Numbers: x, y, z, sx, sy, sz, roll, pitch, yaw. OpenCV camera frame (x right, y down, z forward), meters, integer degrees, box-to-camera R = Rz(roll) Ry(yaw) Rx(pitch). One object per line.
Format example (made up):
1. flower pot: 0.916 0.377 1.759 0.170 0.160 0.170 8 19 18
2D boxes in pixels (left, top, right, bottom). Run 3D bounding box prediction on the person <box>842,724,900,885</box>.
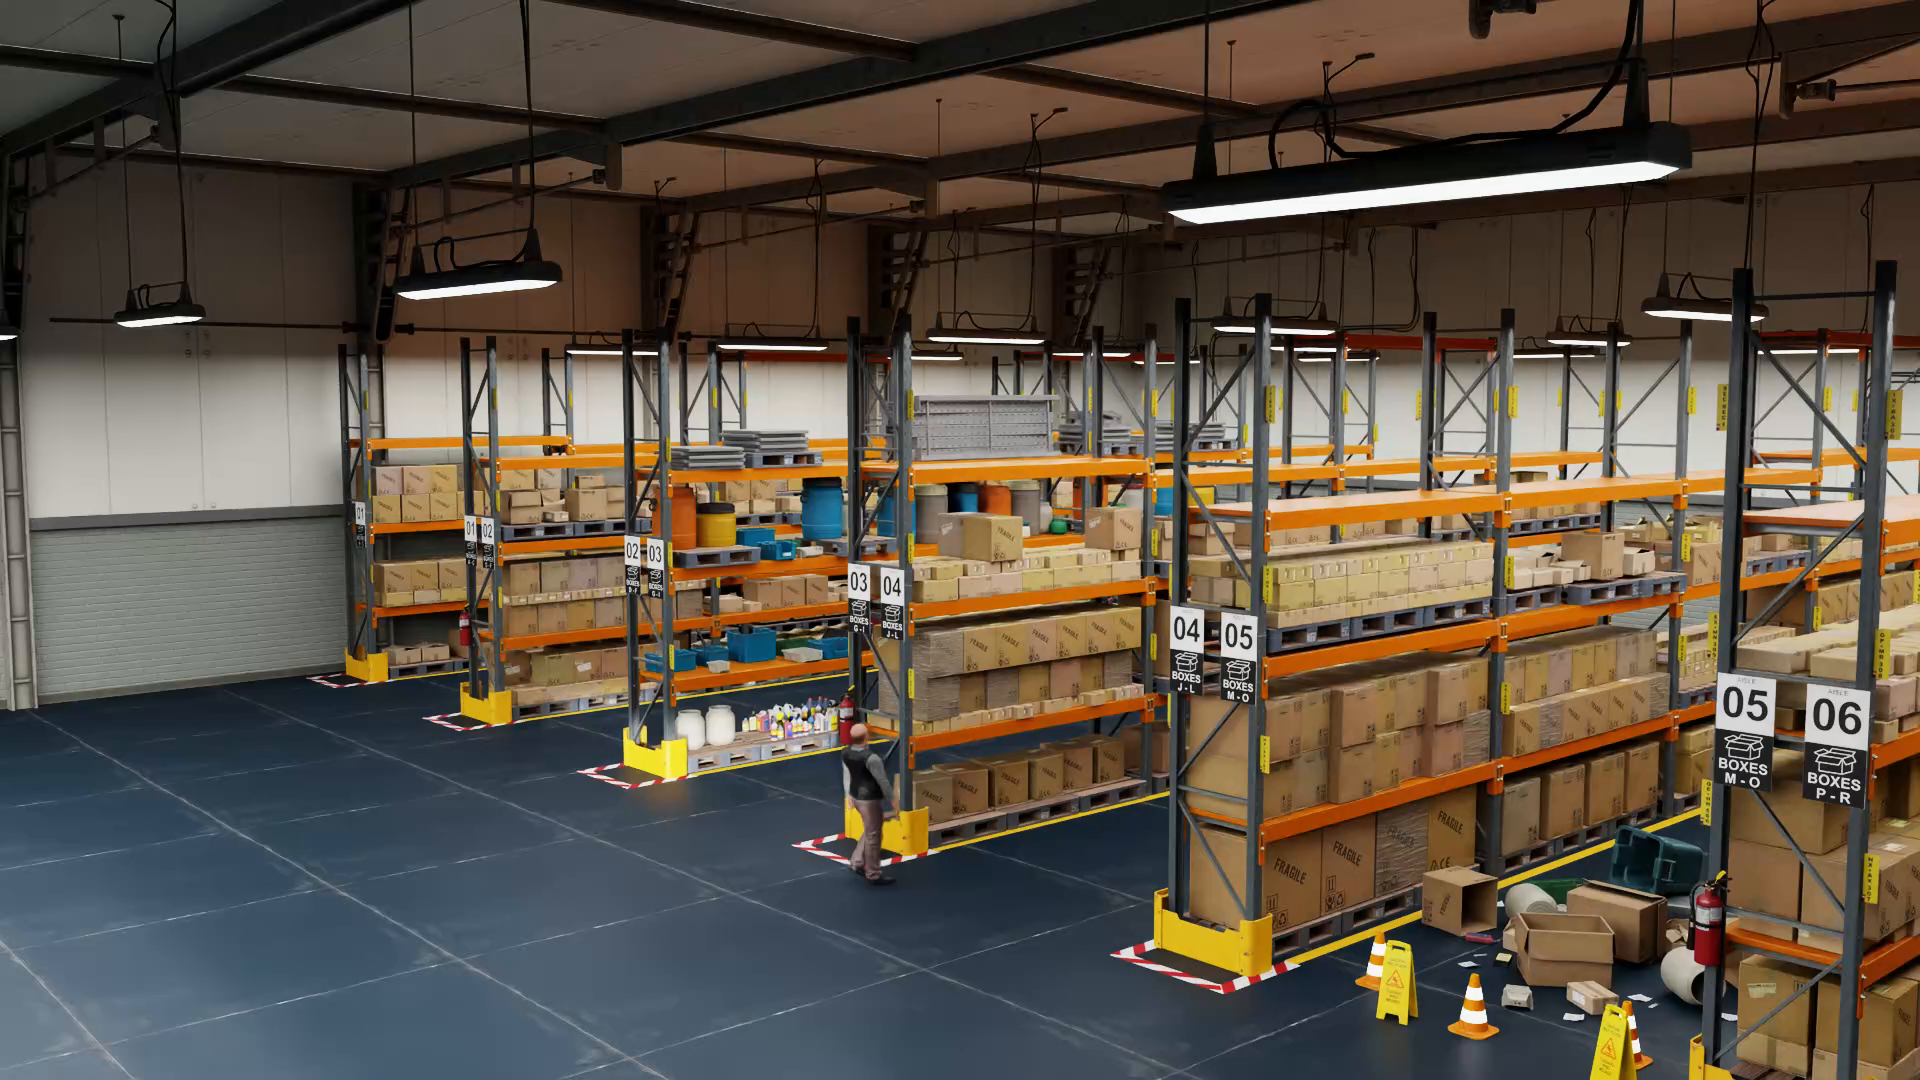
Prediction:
1. person: -0.947 2.761 17.431 0.553 1.727 0.586 -2 6 -24
